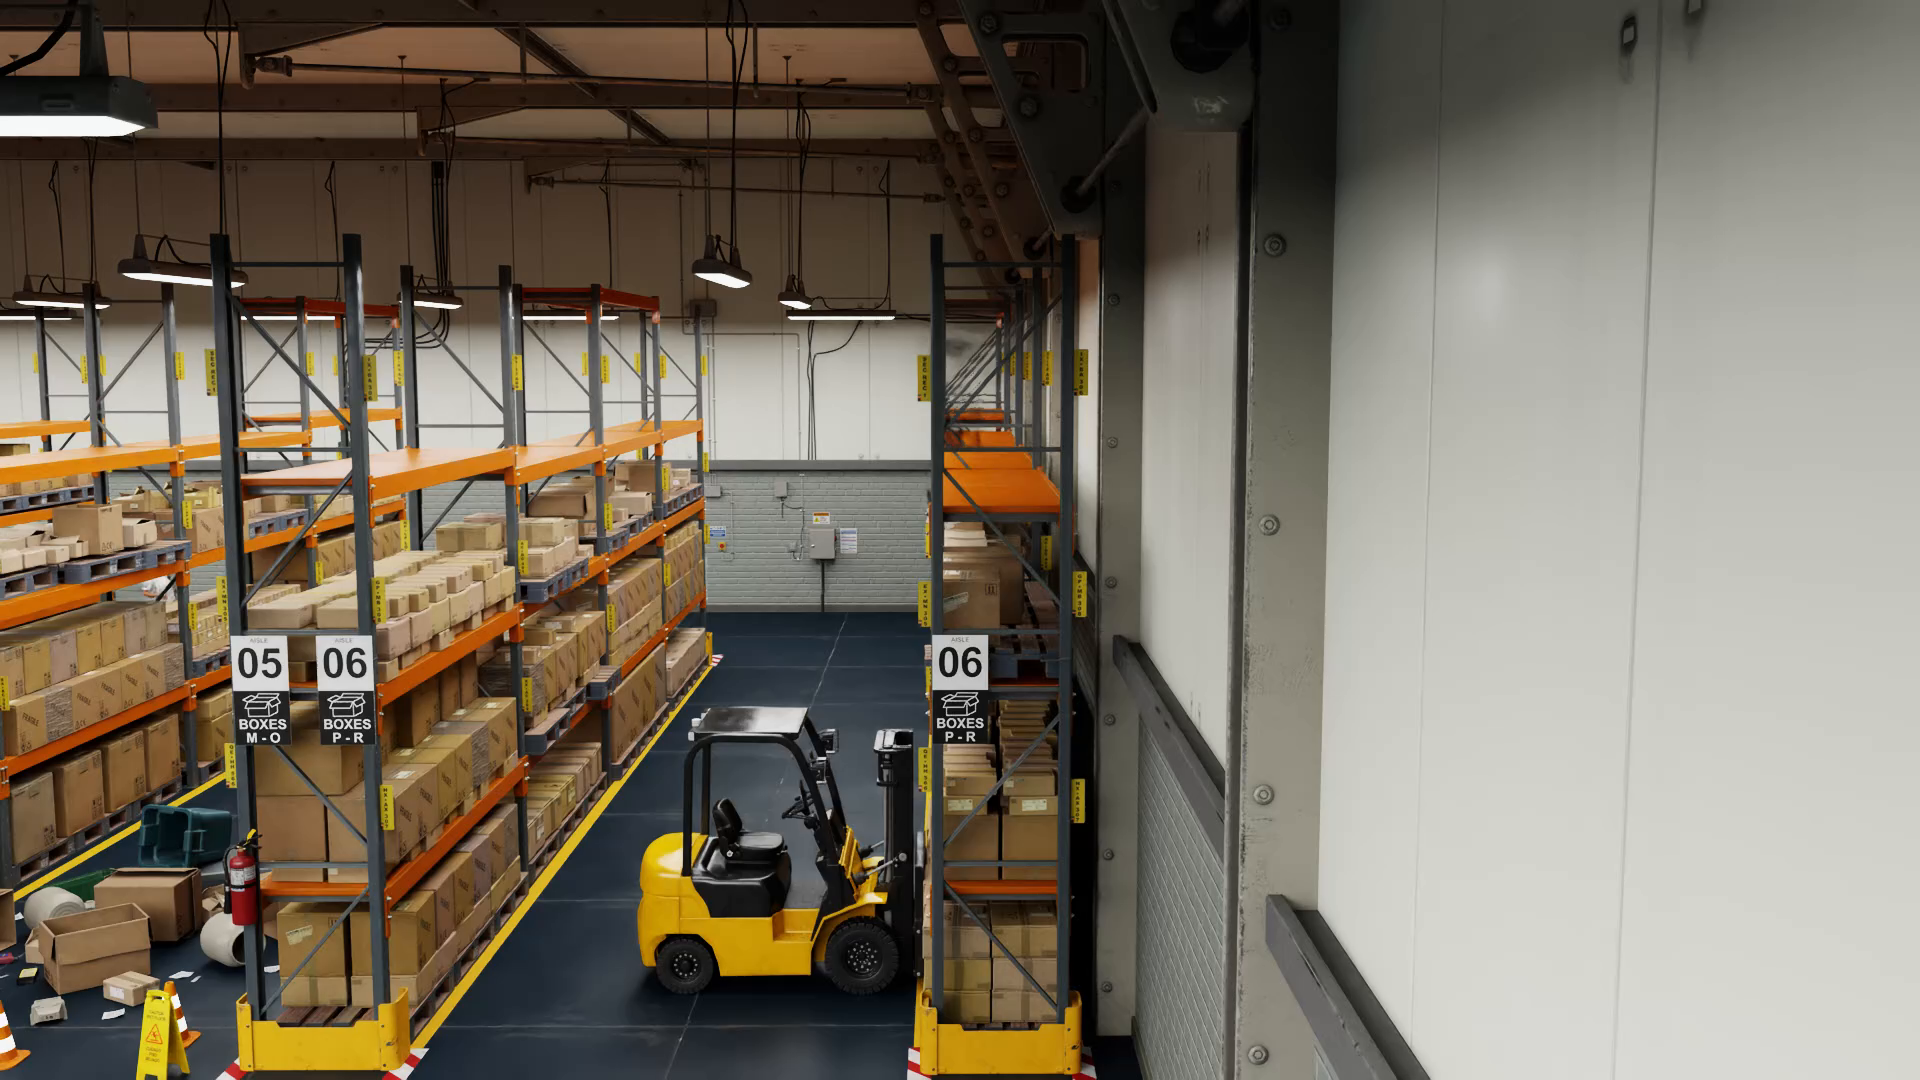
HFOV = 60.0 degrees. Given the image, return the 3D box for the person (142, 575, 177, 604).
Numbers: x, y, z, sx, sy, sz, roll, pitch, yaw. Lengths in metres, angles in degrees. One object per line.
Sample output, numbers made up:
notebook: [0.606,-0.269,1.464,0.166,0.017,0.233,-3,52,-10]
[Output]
person: [-14.003,1.151,29.144,0.849,1.659,0.639,5,8,36]
